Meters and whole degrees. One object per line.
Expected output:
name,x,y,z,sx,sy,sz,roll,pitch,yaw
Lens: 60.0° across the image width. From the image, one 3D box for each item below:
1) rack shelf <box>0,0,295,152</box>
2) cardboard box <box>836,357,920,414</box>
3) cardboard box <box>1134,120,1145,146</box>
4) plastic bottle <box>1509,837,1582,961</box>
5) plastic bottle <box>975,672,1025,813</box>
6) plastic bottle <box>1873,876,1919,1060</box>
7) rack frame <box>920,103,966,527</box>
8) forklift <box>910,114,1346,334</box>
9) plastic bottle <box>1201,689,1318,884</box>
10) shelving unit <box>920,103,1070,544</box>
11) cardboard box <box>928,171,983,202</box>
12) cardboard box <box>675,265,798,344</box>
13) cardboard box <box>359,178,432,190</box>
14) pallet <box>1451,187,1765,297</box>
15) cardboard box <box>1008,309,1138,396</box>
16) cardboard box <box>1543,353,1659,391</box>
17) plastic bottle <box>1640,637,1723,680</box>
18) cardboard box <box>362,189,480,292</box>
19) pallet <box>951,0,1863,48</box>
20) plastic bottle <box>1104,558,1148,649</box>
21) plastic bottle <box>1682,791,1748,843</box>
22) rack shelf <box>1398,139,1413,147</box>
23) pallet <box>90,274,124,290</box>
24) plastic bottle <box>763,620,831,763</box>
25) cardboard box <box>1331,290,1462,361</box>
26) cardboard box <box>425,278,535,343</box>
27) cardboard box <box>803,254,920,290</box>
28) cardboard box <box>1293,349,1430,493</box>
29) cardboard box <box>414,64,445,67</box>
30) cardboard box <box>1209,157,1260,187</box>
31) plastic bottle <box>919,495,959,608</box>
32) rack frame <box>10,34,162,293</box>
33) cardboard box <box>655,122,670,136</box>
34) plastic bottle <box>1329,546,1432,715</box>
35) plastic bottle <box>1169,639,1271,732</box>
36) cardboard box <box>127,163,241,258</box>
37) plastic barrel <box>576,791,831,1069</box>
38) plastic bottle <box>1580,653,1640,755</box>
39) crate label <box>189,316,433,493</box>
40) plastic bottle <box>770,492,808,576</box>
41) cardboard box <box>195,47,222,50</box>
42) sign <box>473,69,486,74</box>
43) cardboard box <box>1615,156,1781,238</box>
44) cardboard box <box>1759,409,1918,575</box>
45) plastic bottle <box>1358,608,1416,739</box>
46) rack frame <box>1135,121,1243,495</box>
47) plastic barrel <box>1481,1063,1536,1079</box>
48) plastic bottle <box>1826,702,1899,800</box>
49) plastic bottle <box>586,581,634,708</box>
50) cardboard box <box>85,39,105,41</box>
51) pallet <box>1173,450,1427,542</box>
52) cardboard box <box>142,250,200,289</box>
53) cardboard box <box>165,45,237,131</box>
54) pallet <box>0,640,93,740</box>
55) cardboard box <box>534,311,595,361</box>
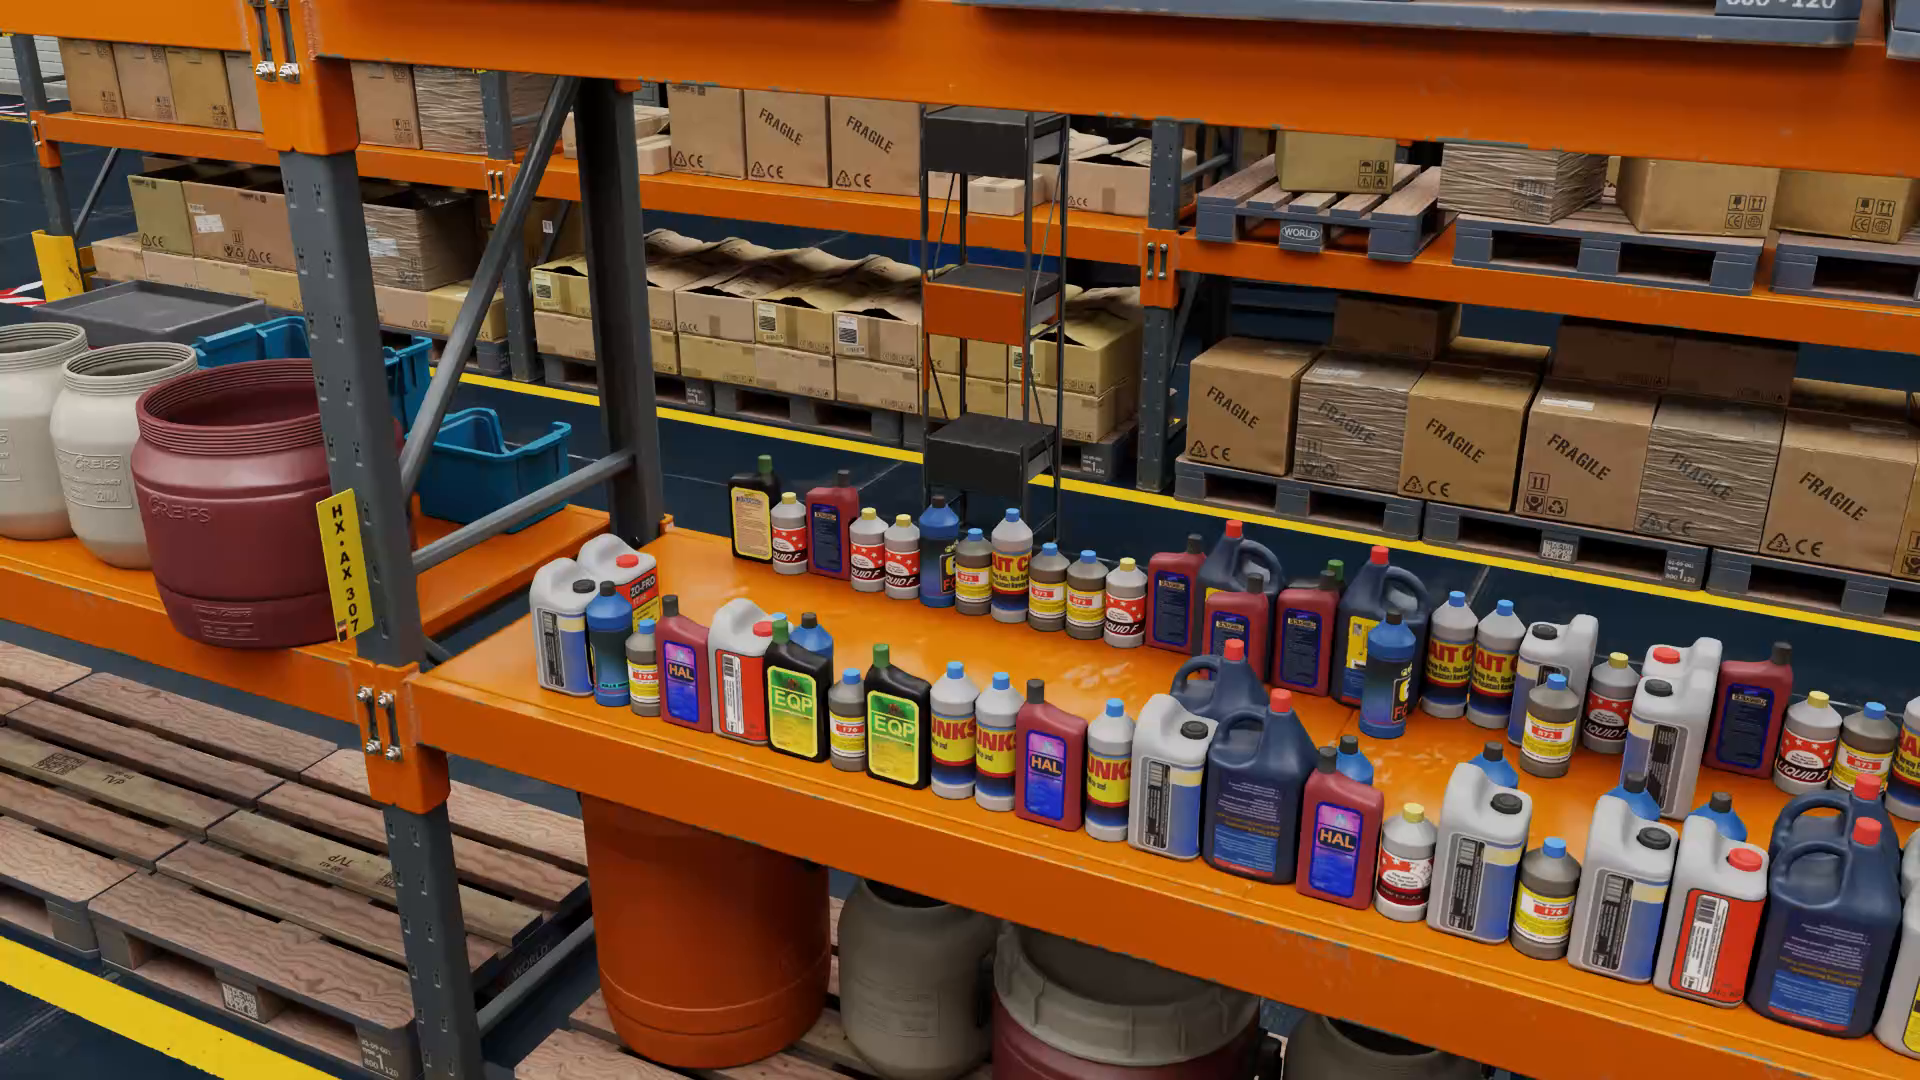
rack shelf,-2.863,-1.464,4.446,4.000,0.370,1.077,11,25,25
cardboard box,-0.329,-0.906,9.025,0.500,0.250,0.500,12,26,26
cardboard box,1.347,-3.334,13.430,0.500,0.250,0.500,10,25,23
plastic bottle,0.982,0.591,2.781,0.097,0.201,0.097,0,23,0
plastic bottle,0.078,0.380,3.188,0.097,0.271,0.097,0,23,0
plastic bottle,1.523,0.619,2.524,0.185,0.351,0.144,11,25,25
rack frame,-0.070,-0.980,7.372,0.015,2.100,0.400,11,25,25
forklift,1.223,-2.883,10.784,3.031,2.935,1.130,7,24,17
plastic bottle,0.540,0.425,2.981,0.185,0.351,0.144,11,25,25
shelving unit,0.148,-0.937,7.270,0.503,2.100,0.431,11,25,25
cardboard box,-0.004,-1.881,8.661,0.250,0.149,0.380,13,26,28
cardboard box,-1.247,-1.342,9.333,0.500,0.311,0.500,10,25,23
cardboard box,-3.575,-2.138,10.963,0.500,0.500,0.500,11,25,25
pallet,2.897,-1.361,7.362,1.213,0.211,1.003,11,25,25
cardboard box,0.581,-0.983,8.490,0.500,0.311,0.500,12,26,26
cardboard box,3.033,-0.578,7.908,0.500,0.500,0.500,10,25,23
plastic bottle,1.424,0.323,3.315,0.135,0.276,0.152,11,25,25
cardboard box,-3.363,-1.868,10.329,0.500,0.500,0.500,11,25,25
pallet,0.734,-0.952,2.565,1.213,0.211,1.003,11,25,25
plastic bottle,0.384,0.140,3.842,0.097,0.201,0.097,0,23,0
plastic bottle,1.257,0.547,2.796,0.097,0.271,0.097,0,23,0
rack shelf,5.176,-2.837,11.509,4.000,0.370,1.077,11,25,25
pallet,-5.278,-1.800,11.713,1.213,0.211,1.003,11,25,25
plastic bottle,-0.326,0.303,3.355,0.133,0.283,0.061,11,25,25
cardboard box,2.152,-1.097,8.169,0.500,0.250,0.500,12,26,27
cardboard box,-2.922,-1.431,10.258,0.500,0.250,0.500,11,25,25
cardboard box,-0.561,-1.443,9.571,0.500,0.311,0.500,11,25,24
cardboard box,1.907,-0.572,7.895,0.500,0.500,0.500,10,25,23
cardboard box,-2.969,-2.859,9.684,0.250,0.149,0.380,11,25,23
cardboard box,2.318,-2.814,13.167,0.500,0.500,0.700,11,25,24
plastic bottle,-0.051,0.022,4.030,0.097,0.271,0.097,0,23,0
rack frame,-5.980,-3.204,11.450,0.127,3.000,1.000,11,25,25
cardboard box,-1.542,-2.344,9.601,0.258,0.266,0.396,11,25,23
plastic bottle,0.902,0.184,3.547,0.185,0.351,0.144,11,25,25
plastic bottle,0.489,0.348,3.162,0.185,0.351,0.144,11,25,25
cardboard box,-5.154,-2.217,11.148,0.500,0.500,0.500,11,25,25
plastic barrel,-0.634,0.824,4.215,0.708,0.830,0.600,11,25,25
plastic bottle,1.333,0.328,3.400,0.097,0.201,0.097,0,23,0
crate label,-1.843,-0.348,4.690,0.616,0.435,0.502,11,25,25
plastic bottle,-0.430,-0.021,4.220,0.097,0.201,0.097,0,23,0
cardboard box,-4.576,-3.177,10.431,0.250,0.149,0.380,11,25,24
sign,-2.659,-2.738,9.148,0.005,0.325,0.100,11,25,25
cardboard box,3.125,-1.614,7.049,0.500,0.500,0.700,5,24,11
cardboard box,3.722,-0.214,7.052,0.500,0.500,0.500,11,26,25
plastic bottle,0.887,0.271,3.445,0.097,0.271,0.097,0,23,0
rack frame,1.160,-1.791,8.128,0.127,3.000,1.000,11,25,25
plastic barrel,1.381,1.190,3.264,0.708,0.901,0.600,11,25,25
plastic bottle,1.745,0.409,3.208,0.097,0.201,0.097,0,23,0
plastic bottle,-0.747,0.217,3.572,0.097,0.271,0.097,0,23,0
cardboard box,-5.490,-3.358,10.856,0.250,0.149,0.380,10,25,23
pallet,1.809,-0.363,8.333,1.213,0.211,1.003,11,25,25
cardboard box,-5.154,-1.872,11.296,0.500,0.250,0.500,11,25,25
cardboard box,-4.657,-2.982,10.801,0.500,0.500,0.700,11,26,25
pallet,-3.930,0.640,5.974,1.213,0.211,1.003,11,25,25
cardboard box,-2.162,-1.267,9.874,0.500,0.250,0.500,11,25,23
